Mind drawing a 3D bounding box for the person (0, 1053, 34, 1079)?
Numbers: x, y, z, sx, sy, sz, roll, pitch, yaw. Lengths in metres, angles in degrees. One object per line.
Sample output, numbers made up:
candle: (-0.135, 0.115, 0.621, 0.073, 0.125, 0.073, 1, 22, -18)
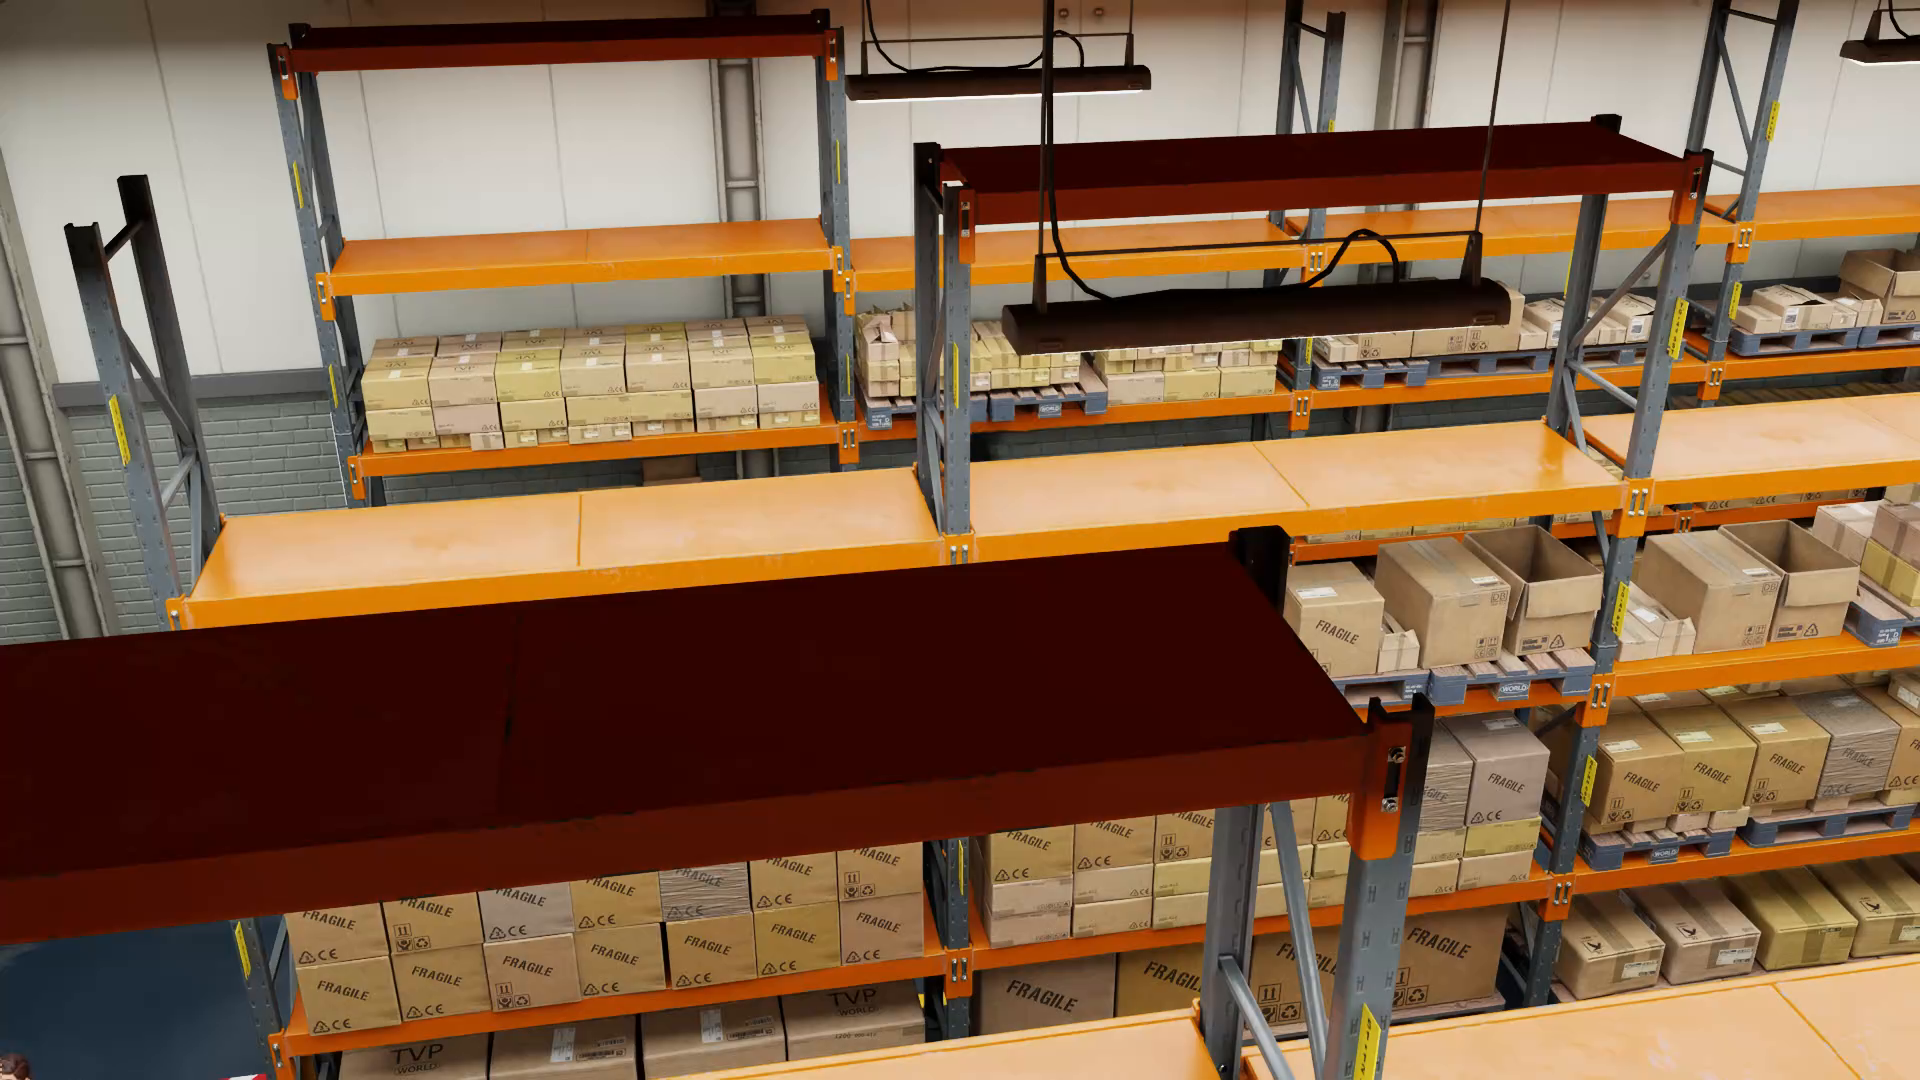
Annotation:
person: (-5.153, 3.491, 9.276, 0.630, 1.588, 0.598, -4, 26, -7)
